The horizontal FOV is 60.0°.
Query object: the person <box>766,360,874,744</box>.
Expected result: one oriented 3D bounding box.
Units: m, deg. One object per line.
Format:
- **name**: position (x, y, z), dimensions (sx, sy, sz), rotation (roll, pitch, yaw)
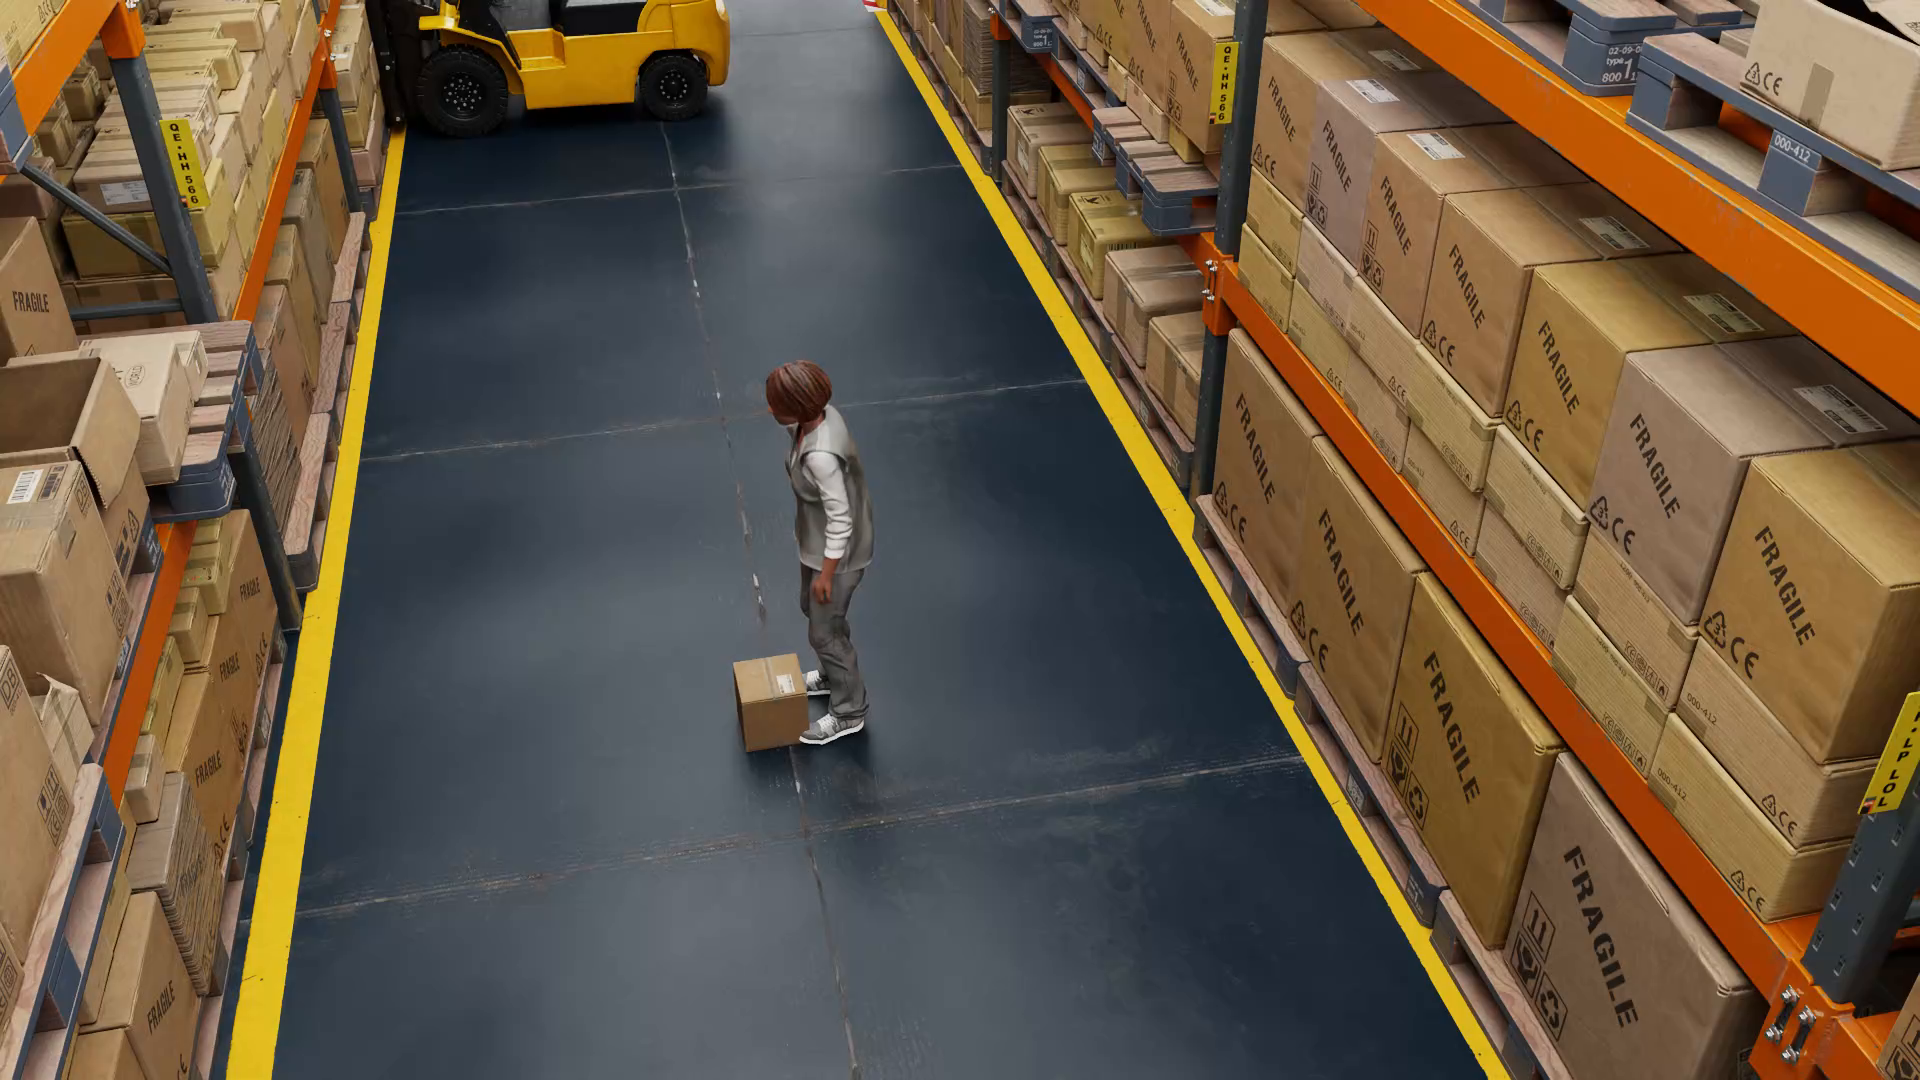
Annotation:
- **person**: position (-0.496, 0.039, 6.096), dimensions (0.347, 1.593, 0.464), rotation (-7, 36, -11)
